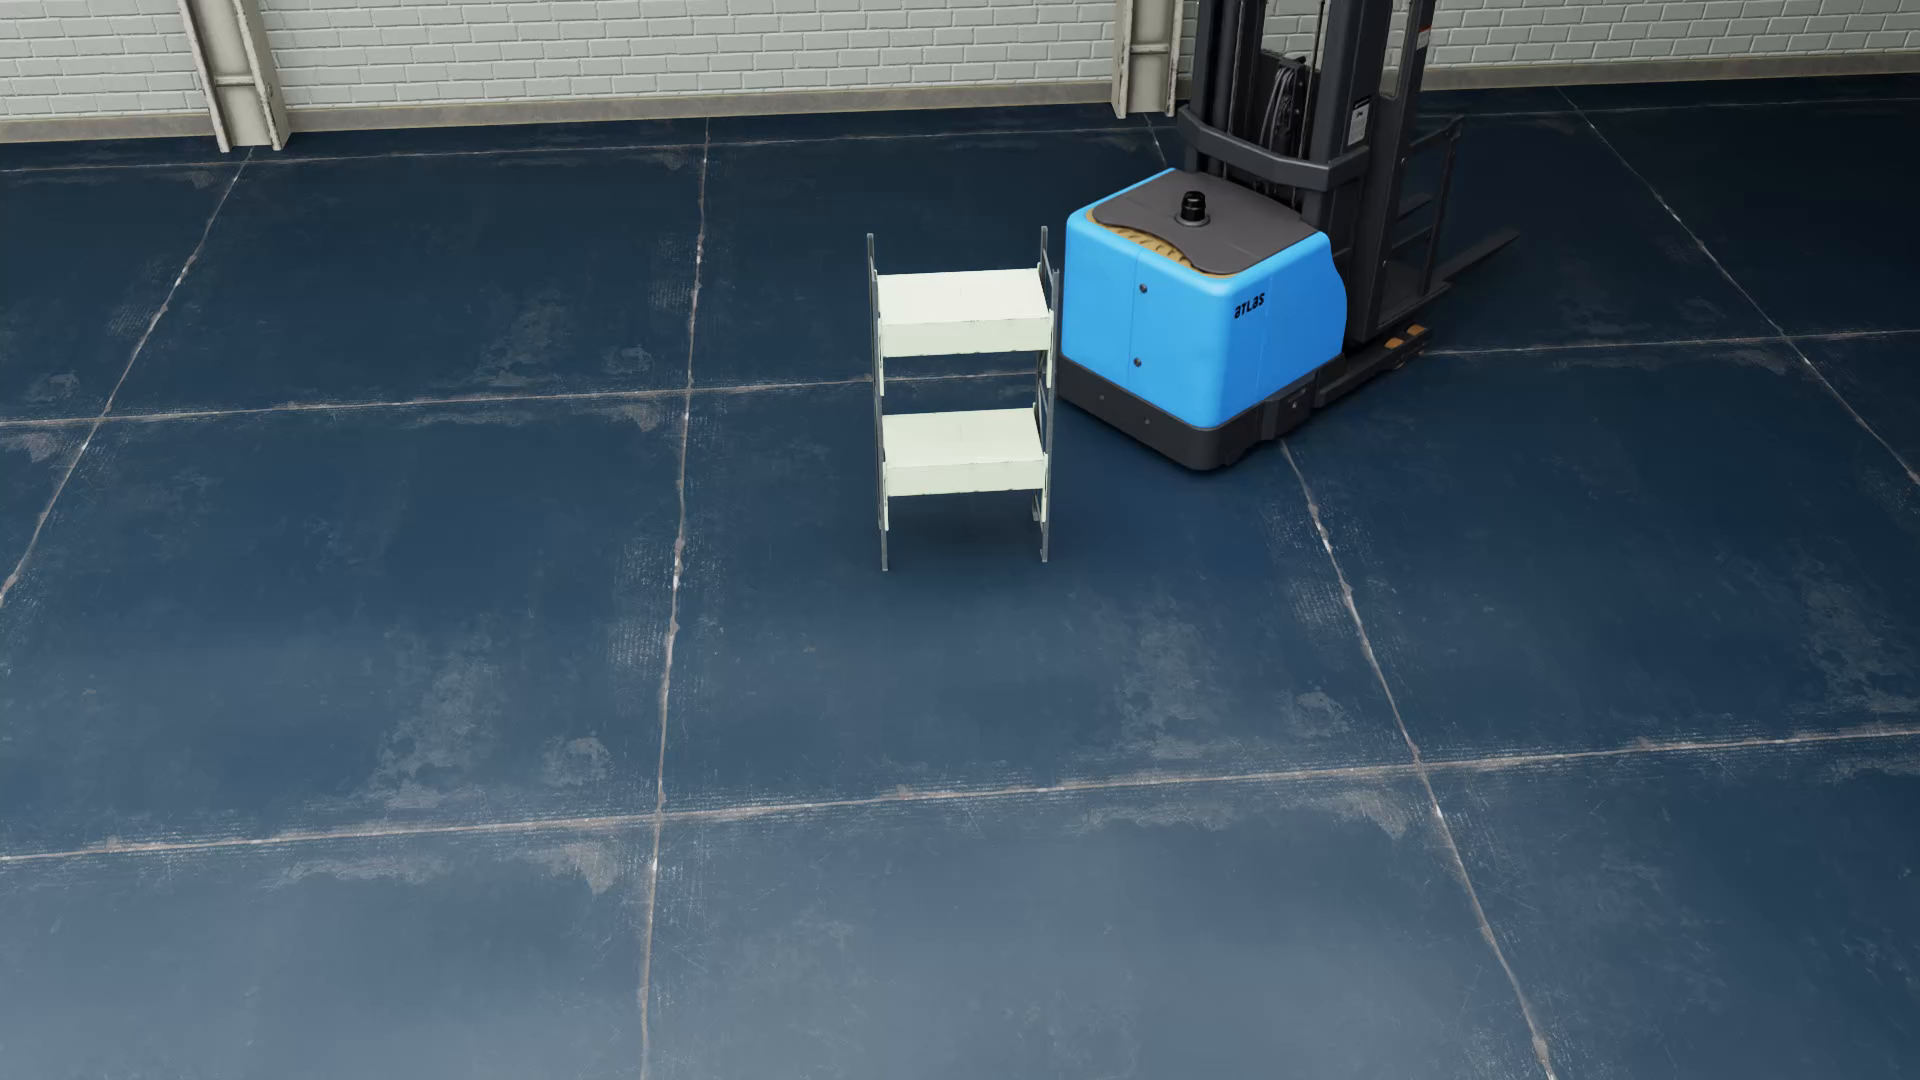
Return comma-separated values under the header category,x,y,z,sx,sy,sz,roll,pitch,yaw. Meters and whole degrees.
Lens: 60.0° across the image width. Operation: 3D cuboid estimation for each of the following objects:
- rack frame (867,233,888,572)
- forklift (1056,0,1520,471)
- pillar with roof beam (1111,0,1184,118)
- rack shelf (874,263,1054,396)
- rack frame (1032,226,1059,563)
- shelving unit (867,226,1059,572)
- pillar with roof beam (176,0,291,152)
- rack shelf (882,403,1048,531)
category,x,y,z,sx,sy,sz,roll,pitch,yaw
rack frame,-0.358,-0.569,7.260,0.023,1.500,0.400,-3,38,-4
forklift,1.921,-2.279,8.272,3.031,2.935,1.130,-30,47,-32
pillar with roof beam,1.648,-3.877,5.399,0.400,9.000,9.100,-3,38,-4
rack shelf,0.007,-0.896,7.044,0.720,0.370,0.431,-3,38,-4
rack frame,0.371,-0.609,7.311,0.023,1.500,0.400,-3,38,-4
shelving unit,0.007,-0.589,7.286,0.755,1.500,0.431,-3,38,-4
pillar with roof beam,-4.328,-3.548,4.982,0.400,9.000,9.100,-3,38,-4
rack shelf,0.007,-0.333,7.488,0.720,0.370,0.431,-3,38,-4
